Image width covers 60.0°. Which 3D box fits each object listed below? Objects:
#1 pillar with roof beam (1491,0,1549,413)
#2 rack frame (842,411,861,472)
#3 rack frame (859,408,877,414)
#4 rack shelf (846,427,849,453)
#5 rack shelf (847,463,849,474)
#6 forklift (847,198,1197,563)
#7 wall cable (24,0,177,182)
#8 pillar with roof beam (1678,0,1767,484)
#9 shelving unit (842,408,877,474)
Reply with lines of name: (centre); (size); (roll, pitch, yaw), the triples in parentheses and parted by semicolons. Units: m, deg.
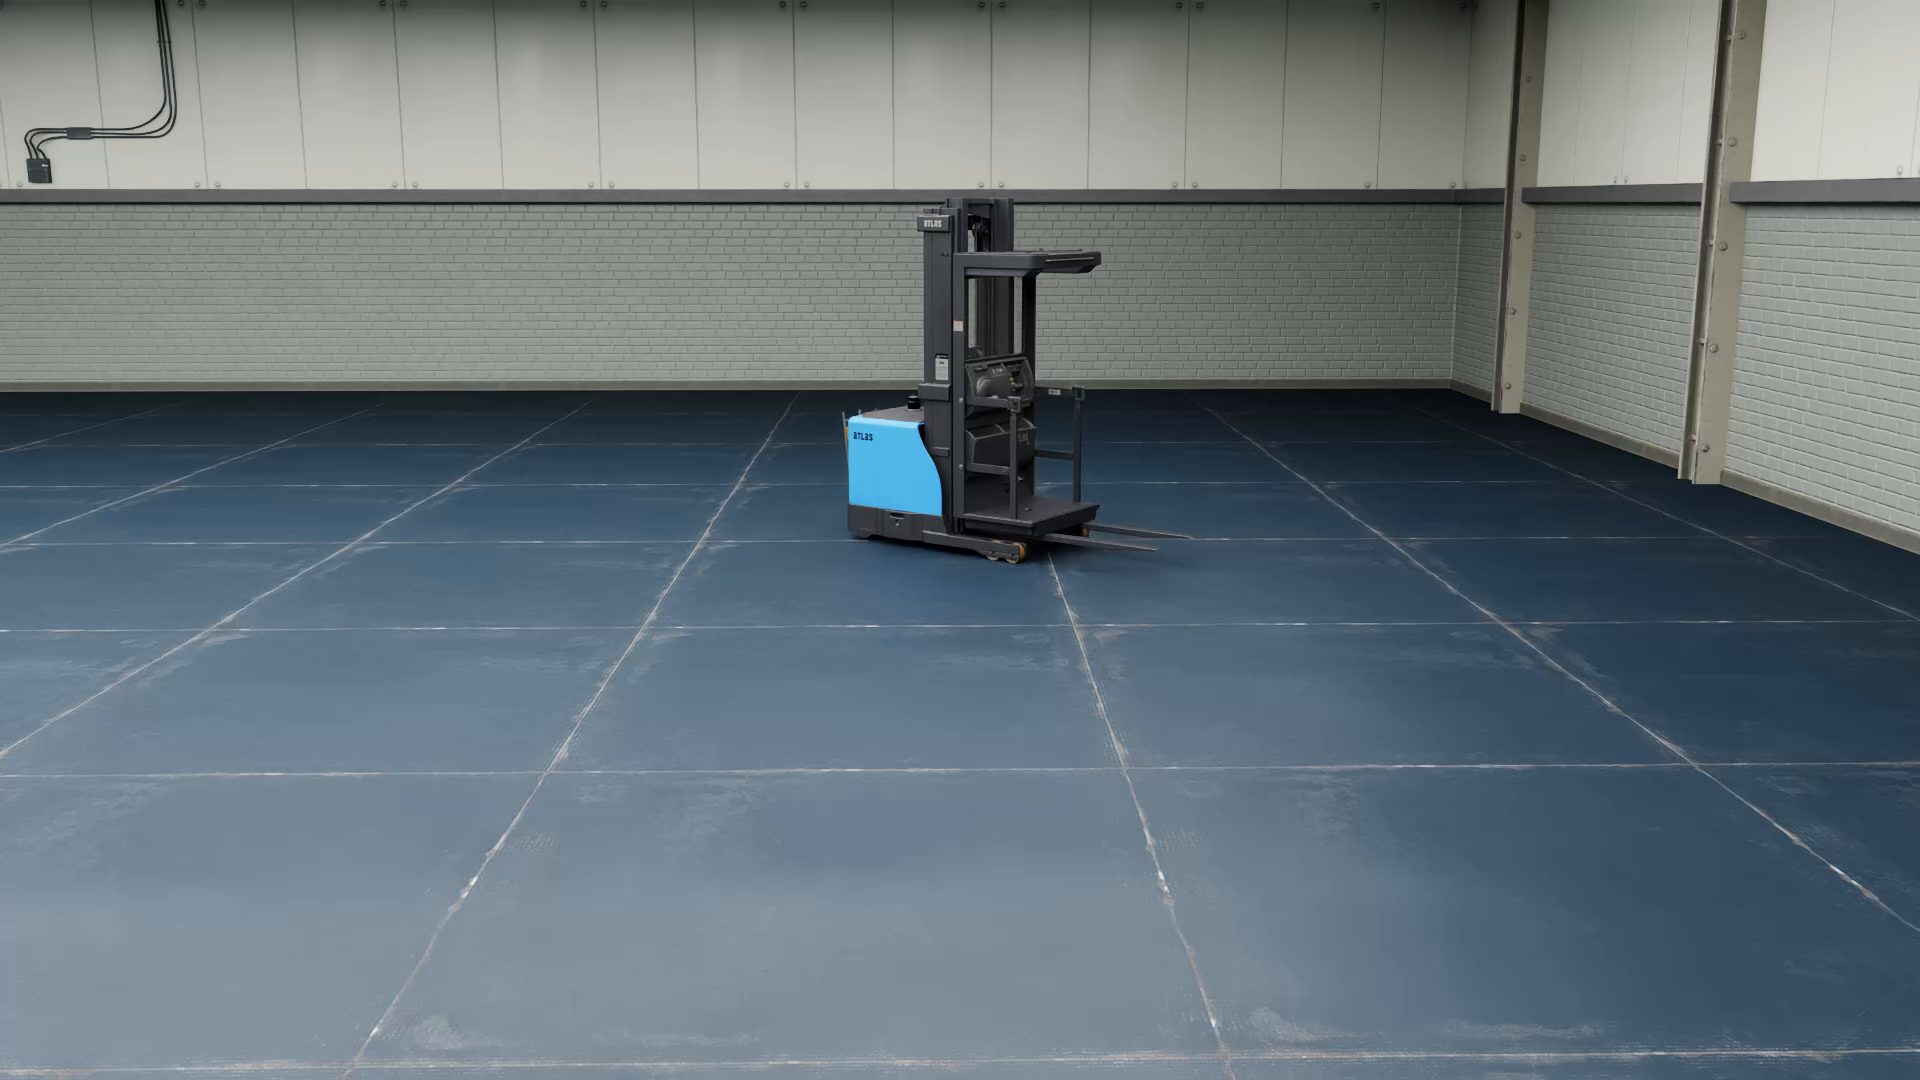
pillar with roof beam: (3.425, -6.211, 22.543); (9.100, 9.000, 0.400); (0, 11, -1)
rack frame: (-0.927, -0.633, 14.988); (0.200, 1.050, 0.008); (0, 9, 35)
rack frame: (-0.789, -0.673, 15.186); (0.200, 1.050, 0.008); (0, 9, 35)
rack shelf: (-0.884, -0.923, 15.050); (0.215, 0.259, 0.240); (0, 9, 35)
rack shelf: (-0.857, -0.643, 15.088); (0.215, 0.259, 0.240); (0, 9, 35)
forklift: (0.508, -1.365, 13.915); (3.031, 2.935, 1.130); (8, 14, 35)
wall cable: (-13.011, -8.393, 24.744); (2.305, 6.003, 0.169); (0, 11, -1)
pillar with roof beam: (3.549, -5.019, 16.664); (9.100, 9.000, 0.400); (0, 11, -1)
shelving unit: (-0.858, -0.653, 15.087); (0.215, 1.050, 0.252); (0, 9, 35)
